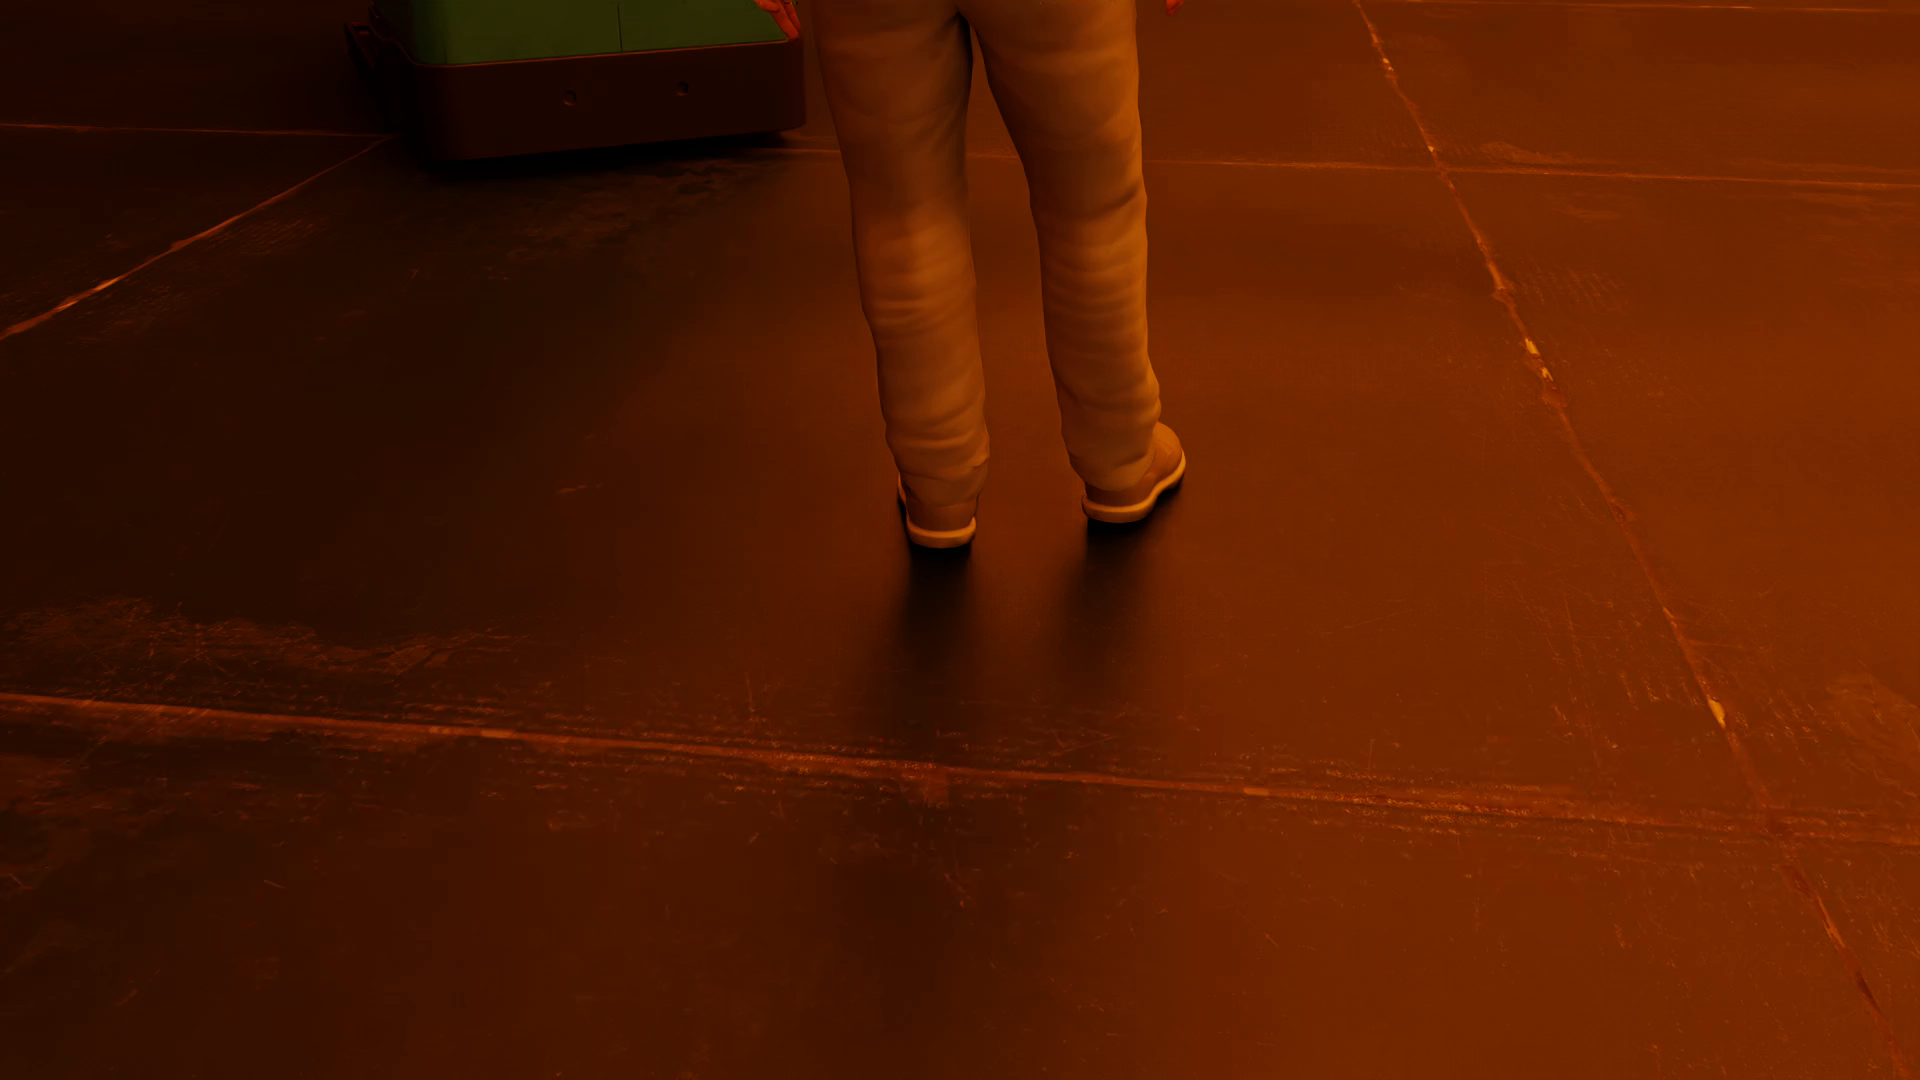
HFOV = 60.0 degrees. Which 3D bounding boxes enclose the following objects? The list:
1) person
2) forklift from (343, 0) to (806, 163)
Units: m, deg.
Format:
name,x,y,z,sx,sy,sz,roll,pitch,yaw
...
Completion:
name,x,y,z,sx,sy,sz,roll,pitch,yaw
person,0.022,-0.839,2.167,0.641,1.781,0.574,3,27,7
forklift,-1.486,-2.928,5.087,1.130,2.935,3.031,-11,29,-21
